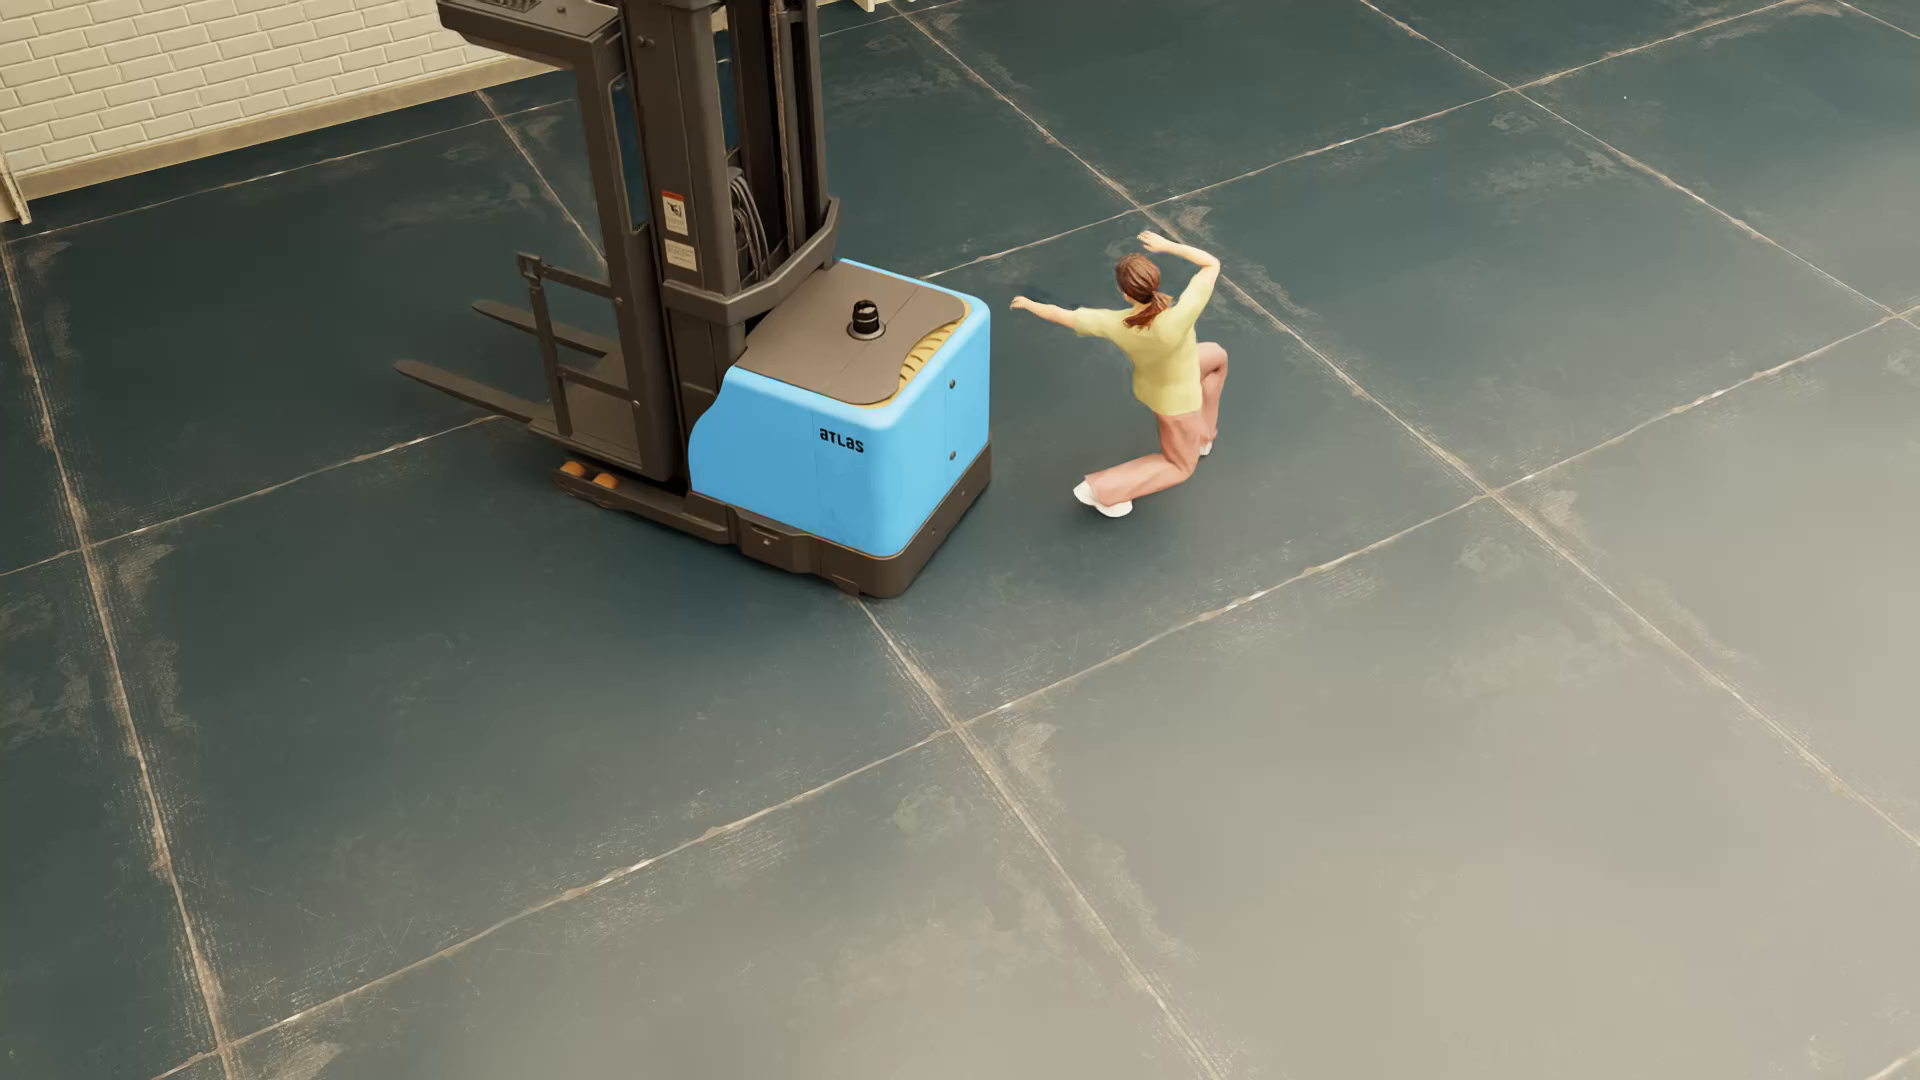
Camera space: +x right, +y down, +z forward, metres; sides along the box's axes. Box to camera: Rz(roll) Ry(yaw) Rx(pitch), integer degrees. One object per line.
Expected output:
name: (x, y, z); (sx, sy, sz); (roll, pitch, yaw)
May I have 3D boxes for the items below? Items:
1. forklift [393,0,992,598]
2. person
forklift: (-1.398, -1.527, 7.344); (3.031, 2.935, 1.130); (19, 46, 20)
person: (0.796, -0.883, 7.794); (0.903, 1.382, 0.919); (-31, 51, -29)
